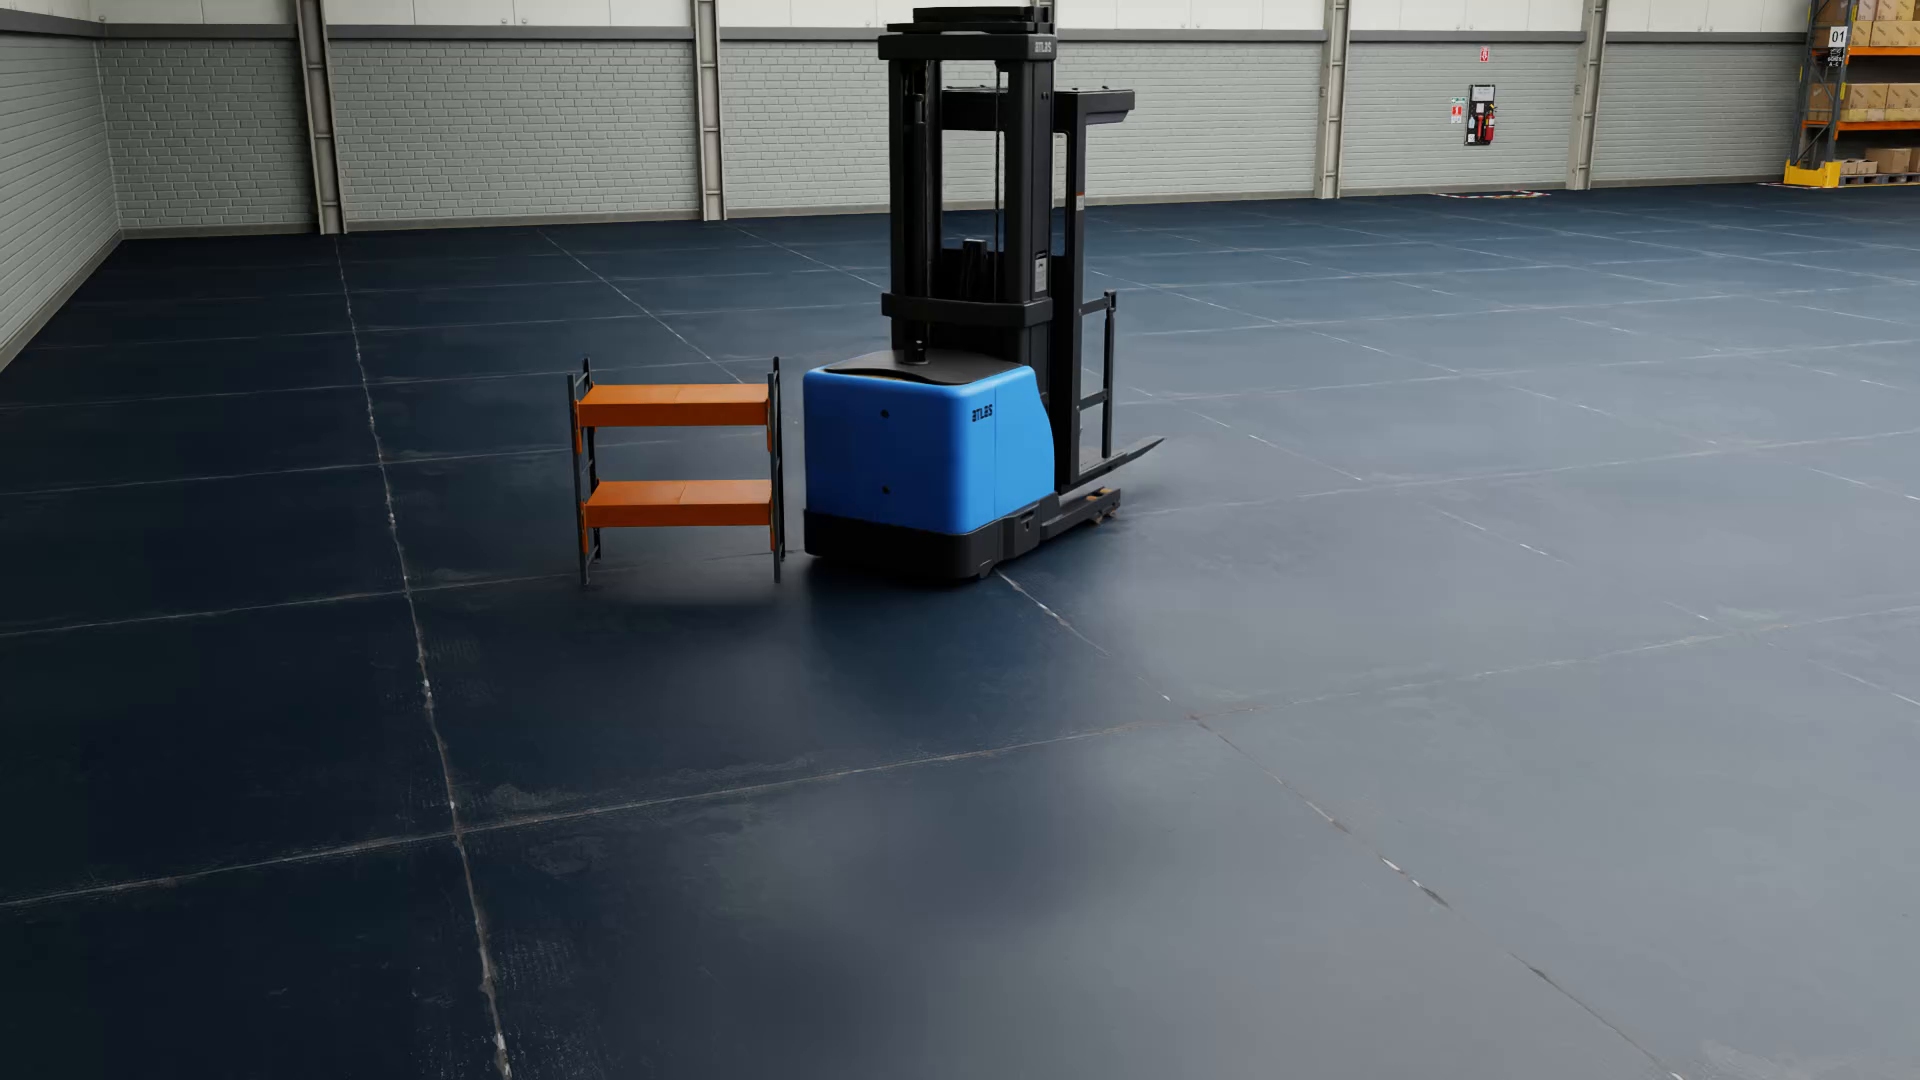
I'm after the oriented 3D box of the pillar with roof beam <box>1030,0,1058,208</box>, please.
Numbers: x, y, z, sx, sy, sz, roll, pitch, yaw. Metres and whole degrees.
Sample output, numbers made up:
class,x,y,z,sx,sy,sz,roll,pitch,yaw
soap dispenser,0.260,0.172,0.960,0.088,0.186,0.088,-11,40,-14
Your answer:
class,x,y,z,sx,sy,sz,roll,pitch,yaw
pillar with roof beam,2.999,-9.175,24.871,0.400,9.000,9.100,-6,17,-20

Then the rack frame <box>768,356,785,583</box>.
class,x,y,z,sx,sy,sz,roll,pitch,yaw
rack frame,-0.981,-0.383,8.907,0.032,1.125,0.500,-1,16,-3

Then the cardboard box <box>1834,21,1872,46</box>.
class,x,y,z,sx,sy,sz,roll,pitch,yaw
cardboard box,18.324,-10.410,34.189,0.500,0.500,0.500,-6,17,-19

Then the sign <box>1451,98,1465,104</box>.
class,x,y,z,sx,sy,sz,roll,pitch,yaw
sign,9.797,-8.641,32.695,0.331,0.109,0.001,-6,17,-20

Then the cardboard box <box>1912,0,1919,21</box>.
class,x,y,z,sx,sy,sz,roll,pitch,yaw
cardboard box,20.295,-11.090,34.729,0.500,0.500,0.500,-7,18,-22

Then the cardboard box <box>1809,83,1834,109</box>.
class,x,y,z,sx,sy,sz,roll,pitch,yaw
cardboard box,18.287,-9.347,35.002,0.500,0.500,0.500,-6,18,-21

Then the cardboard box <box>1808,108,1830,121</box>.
class,x,y,z,sx,sy,sz,roll,pitch,yaw
cardboard box,18.290,-8.981,35.090,0.500,0.250,0.500,-6,17,-19

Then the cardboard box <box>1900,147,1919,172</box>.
class,x,y,z,sx,sy,sz,roll,pitch,yaw
cardboard box,20.703,-8.246,36.009,0.500,0.500,0.500,-8,18,-24

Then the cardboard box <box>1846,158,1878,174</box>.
class,x,y,z,sx,sy,sz,roll,pitch,yaw
cardboard box,19.133,-7.970,35.407,0.500,0.311,0.500,-5,17,-15

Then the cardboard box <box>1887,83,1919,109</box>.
class,x,y,z,sx,sy,sz,roll,pitch,yaw
cardboard box,19.903,-9.365,35.065,0.500,0.500,0.500,-6,17,-18

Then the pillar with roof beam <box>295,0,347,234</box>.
class,x,y,z,sx,sy,sz,roll,pitch,yaw
pillar with roof beam,-8.207,-7.965,20.751,0.400,9.000,9.100,-6,17,-20

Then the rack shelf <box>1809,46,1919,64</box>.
class,x,y,z,sx,sy,sz,roll,pitch,yaw
rack shelf,19.790,-10.241,35.103,4.000,0.370,1.077,-6,17,-20

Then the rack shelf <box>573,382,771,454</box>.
class,x,y,z,sx,sy,sz,roll,pitch,yaw
rack shelf,-1.489,-0.658,8.802,1.000,0.278,0.538,-1,16,-3

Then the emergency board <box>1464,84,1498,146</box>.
class,x,y,z,sx,sy,sz,roll,pitch,yaw
emergency board,10.343,-8.400,32.879,0.643,1.169,0.194,-6,17,-20

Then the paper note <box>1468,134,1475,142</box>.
class,x,y,z,sx,sy,sz,roll,pitch,yaw
paper note,10.153,-7.977,33.004,0.142,0.148,0.016,-6,17,-20

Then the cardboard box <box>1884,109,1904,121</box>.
class,x,y,z,sx,sy,sz,roll,pitch,yaw
cardboard box,19.449,-8.955,35.000,0.500,0.250,0.500,-6,18,-21

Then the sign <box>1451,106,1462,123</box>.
class,x,y,z,sx,sy,sz,roll,pitch,yaw
sign,9.789,-8.388,32.776,0.234,0.329,0.001,-6,17,-20

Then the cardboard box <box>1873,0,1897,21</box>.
class,x,y,z,sx,sy,sz,roll,pitch,yaw
cardboard box,18.856,-10.934,34.199,0.500,0.500,0.500,-6,18,-21

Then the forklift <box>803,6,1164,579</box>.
class,x,y,z,sx,sy,sz,roll,pitch,yaw
forklift,0.321,-1.565,9.724,1.130,2.935,3.031,9,19,29

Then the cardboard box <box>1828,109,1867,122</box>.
class,x,y,z,sx,sy,sz,roll,pitch,yaw
cardboard box,18.492,-8.849,34.639,0.500,0.250,0.500,-7,18,-22

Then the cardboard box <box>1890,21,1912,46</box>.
class,x,y,z,sx,sy,sz,roll,pitch,yaw
cardboard box,19.322,-10.509,34.523,0.500,0.500,0.500,-5,17,-18

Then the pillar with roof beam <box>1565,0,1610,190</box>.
class,x,y,z,sx,sy,sz,roll,pitch,yaw
pillar with roof beam,14.204,-10.385,28.991,0.400,9.000,9.100,-6,17,-20

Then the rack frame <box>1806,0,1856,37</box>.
class,x,y,z,sx,sy,sz,roll,pitch,yaw
rack frame,17.923,-11.824,33.892,0.127,3.000,1.000,-6,17,-20

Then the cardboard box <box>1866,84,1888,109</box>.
class,x,y,z,sx,sy,sz,roll,pitch,yaw
cardboard box,18.941,-9.259,34.706,0.500,0.500,0.500,-6,17,-20

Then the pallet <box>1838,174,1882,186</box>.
class,x,y,z,sx,sy,sz,roll,pitch,yaw
pallet,18.765,-7.688,35.404,1.213,0.211,1.003,-6,17,-20

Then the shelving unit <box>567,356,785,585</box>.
class,x,y,z,sx,sy,sz,roll,pitch,yaw
shelving unit,-1.489,-0.377,8.885,1.048,1.125,0.538,-1,16,-3

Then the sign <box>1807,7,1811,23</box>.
class,x,y,z,sx,sy,sz,roll,pitch,yaw
sign,17.743,-10.958,34.694,0.005,0.325,0.100,-6,17,-20

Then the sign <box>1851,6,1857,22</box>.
class,x,y,z,sx,sy,sz,roll,pitch,yaw
sign,18.117,-10.662,33.706,0.005,0.325,0.100,-6,17,-20
